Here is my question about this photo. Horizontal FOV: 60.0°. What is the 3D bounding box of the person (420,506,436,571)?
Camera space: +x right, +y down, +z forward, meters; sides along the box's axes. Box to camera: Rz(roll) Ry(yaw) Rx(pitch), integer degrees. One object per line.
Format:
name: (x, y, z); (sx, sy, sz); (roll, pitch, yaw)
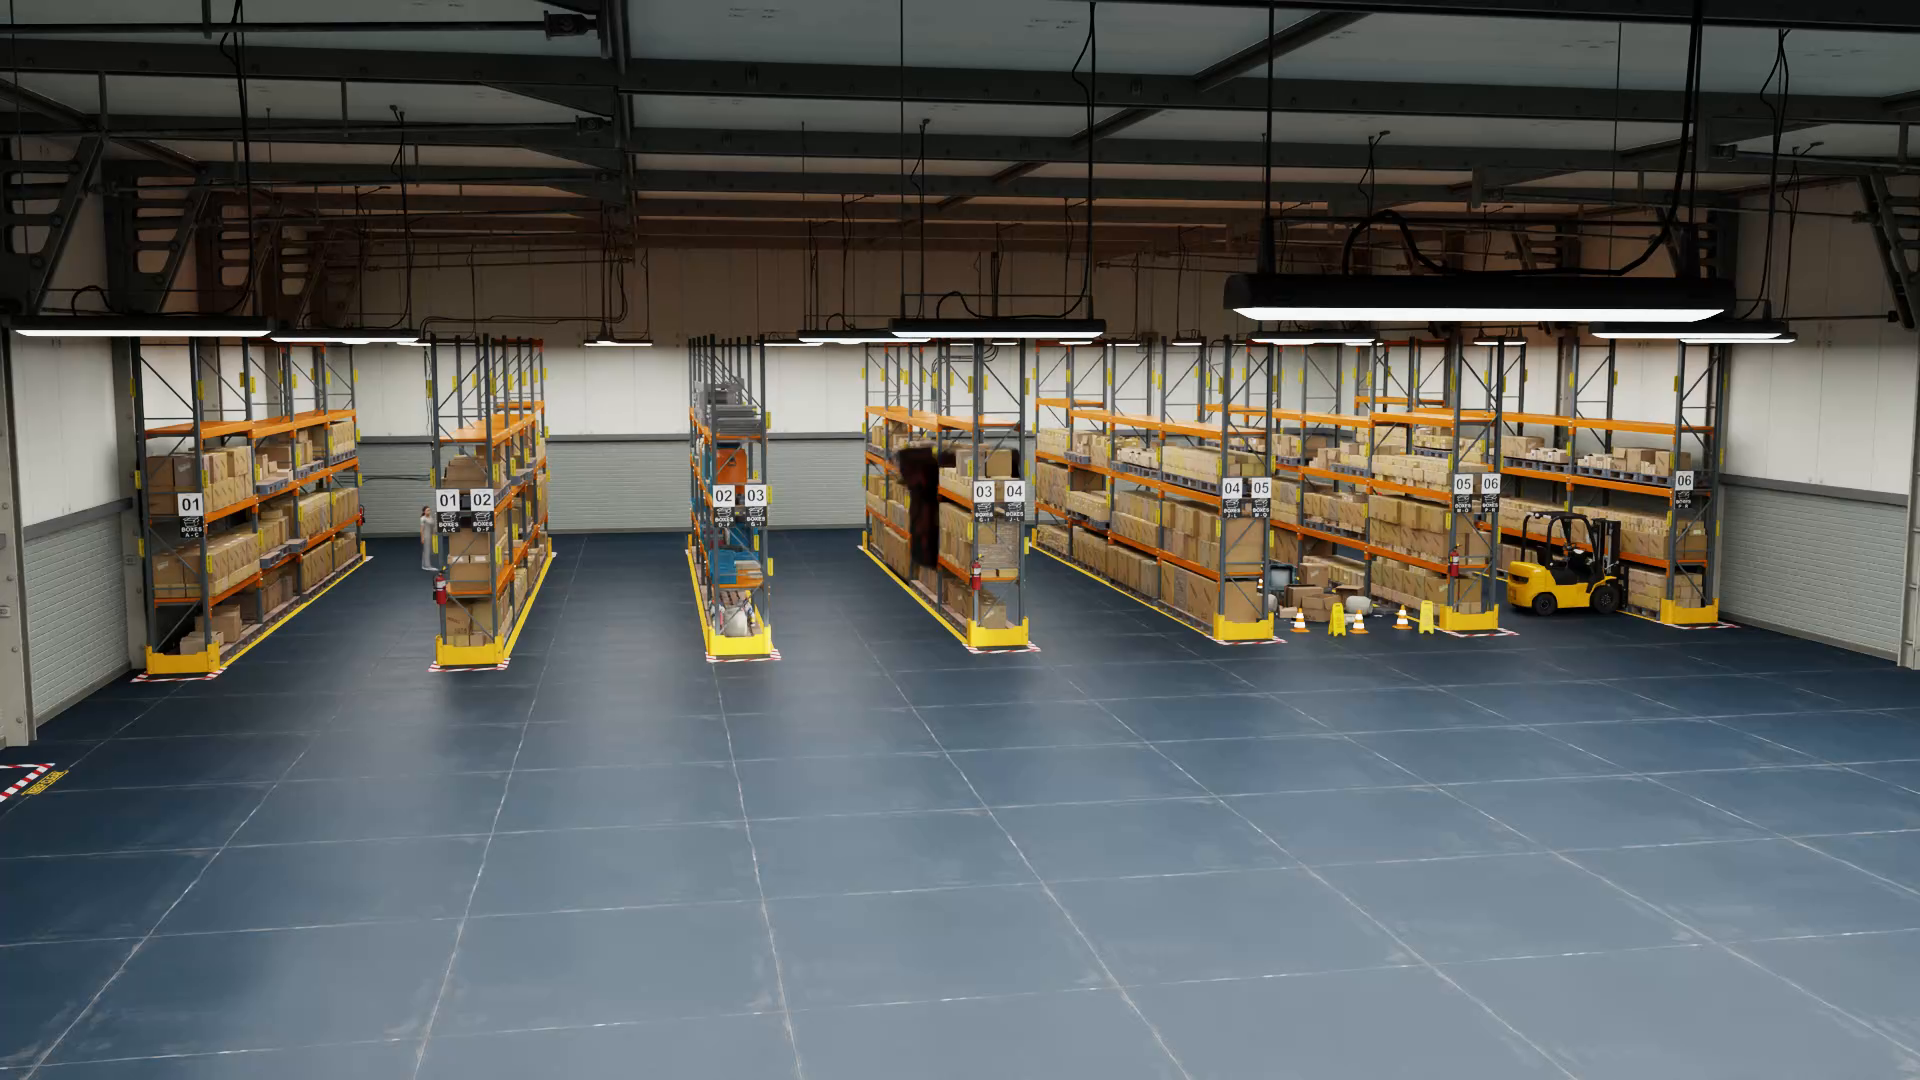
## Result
person: (-13.828, -0.057, 43.255); (0.420, 1.683, 0.454); (0, 7, 0)

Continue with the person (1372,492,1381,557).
person: (11.512, -0.422, 45.969); (0.459, 1.798, 0.565); (0, 7, 0)

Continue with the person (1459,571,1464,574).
person: (12.012, 0.303, 40.055); (0.482, 1.779, 0.592); (3, 7, 27)

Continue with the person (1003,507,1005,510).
person: (1.411, -0.400, 46.519); (0.533, 1.607, 0.929); (0, 7, -4)
